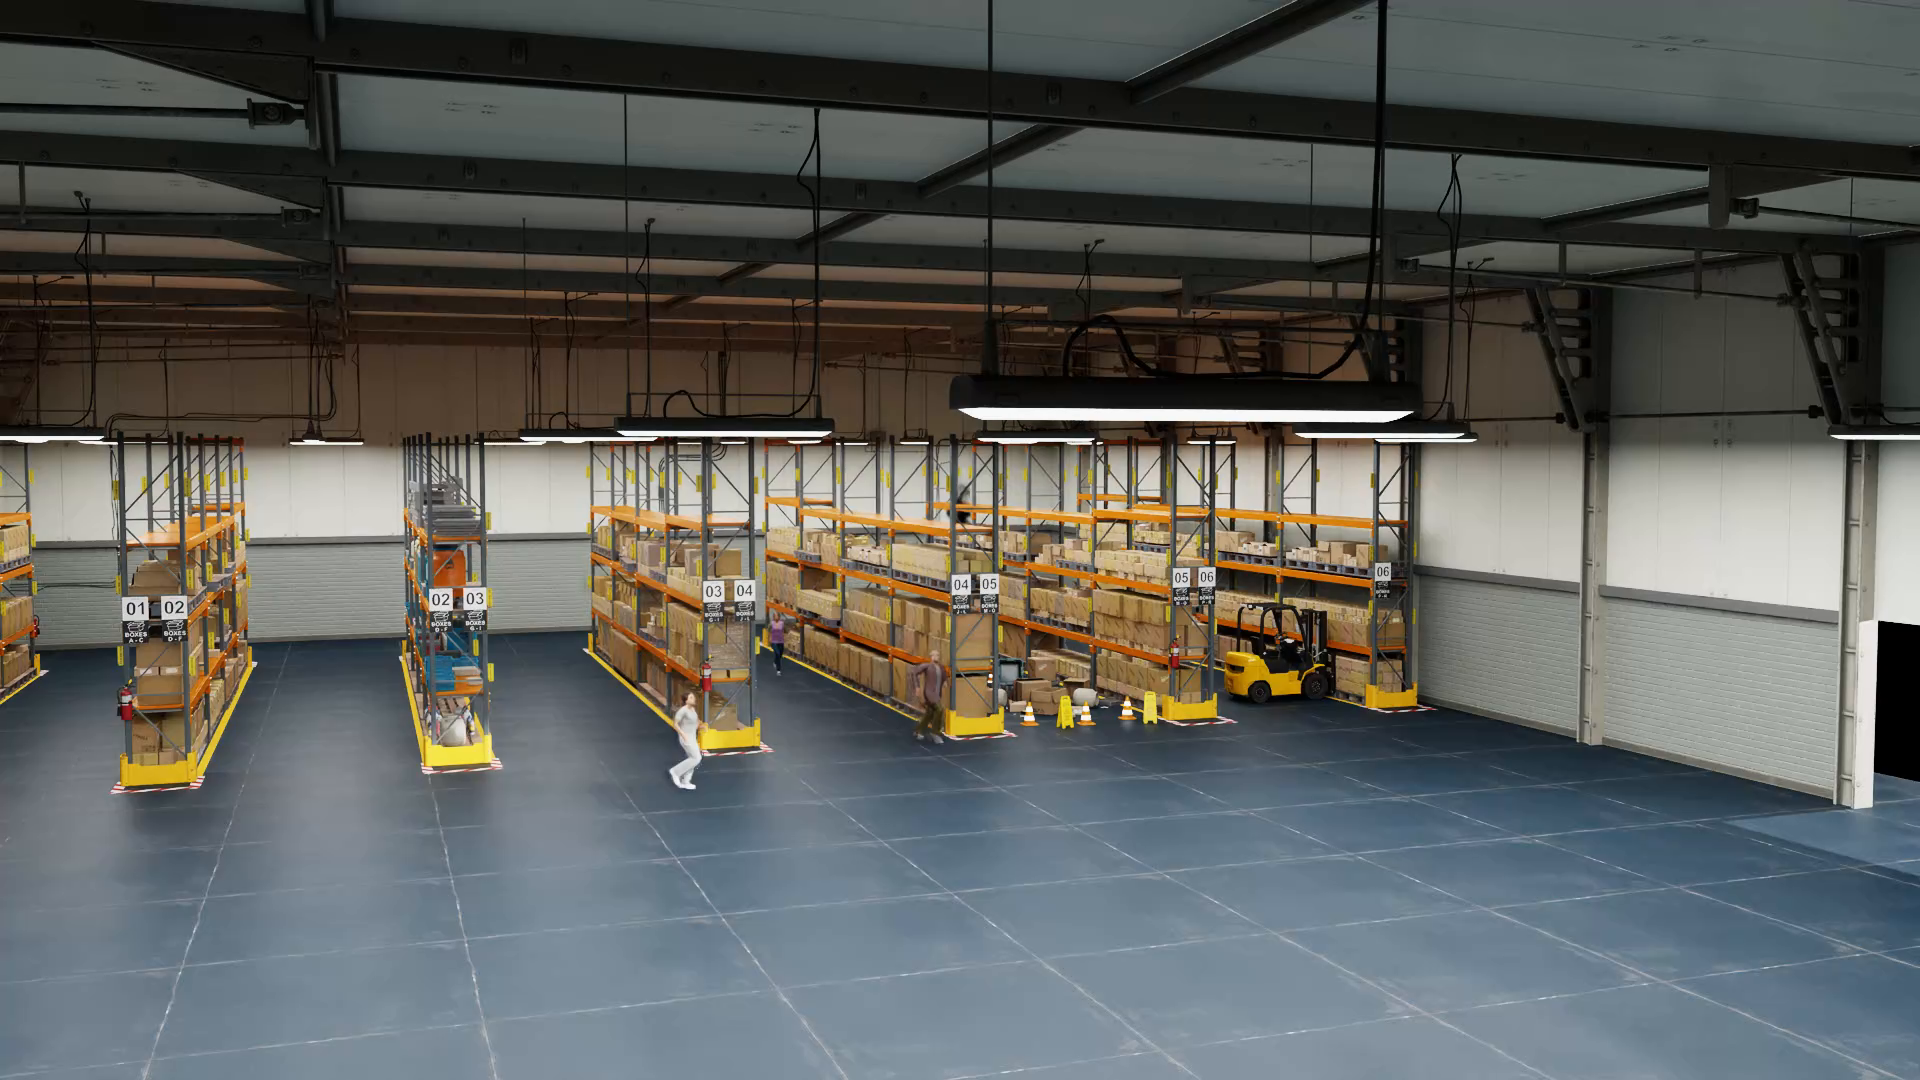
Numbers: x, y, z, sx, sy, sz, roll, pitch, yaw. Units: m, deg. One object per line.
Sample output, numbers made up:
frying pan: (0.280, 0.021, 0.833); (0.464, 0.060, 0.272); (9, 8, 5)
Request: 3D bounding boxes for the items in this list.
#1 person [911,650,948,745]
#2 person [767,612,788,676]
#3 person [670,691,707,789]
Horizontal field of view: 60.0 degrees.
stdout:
person: (-0.503, 3.041, 32.417); (0.823, 1.769, 0.690); (3, 4, 40)
person: (-4.615, 2.607, 42.064); (0.532, 1.597, 0.756); (-1, 3, -14)
person: (-4.553, 3.358, 27.970); (0.582, 1.637, 0.555); (1, 3, 13)
